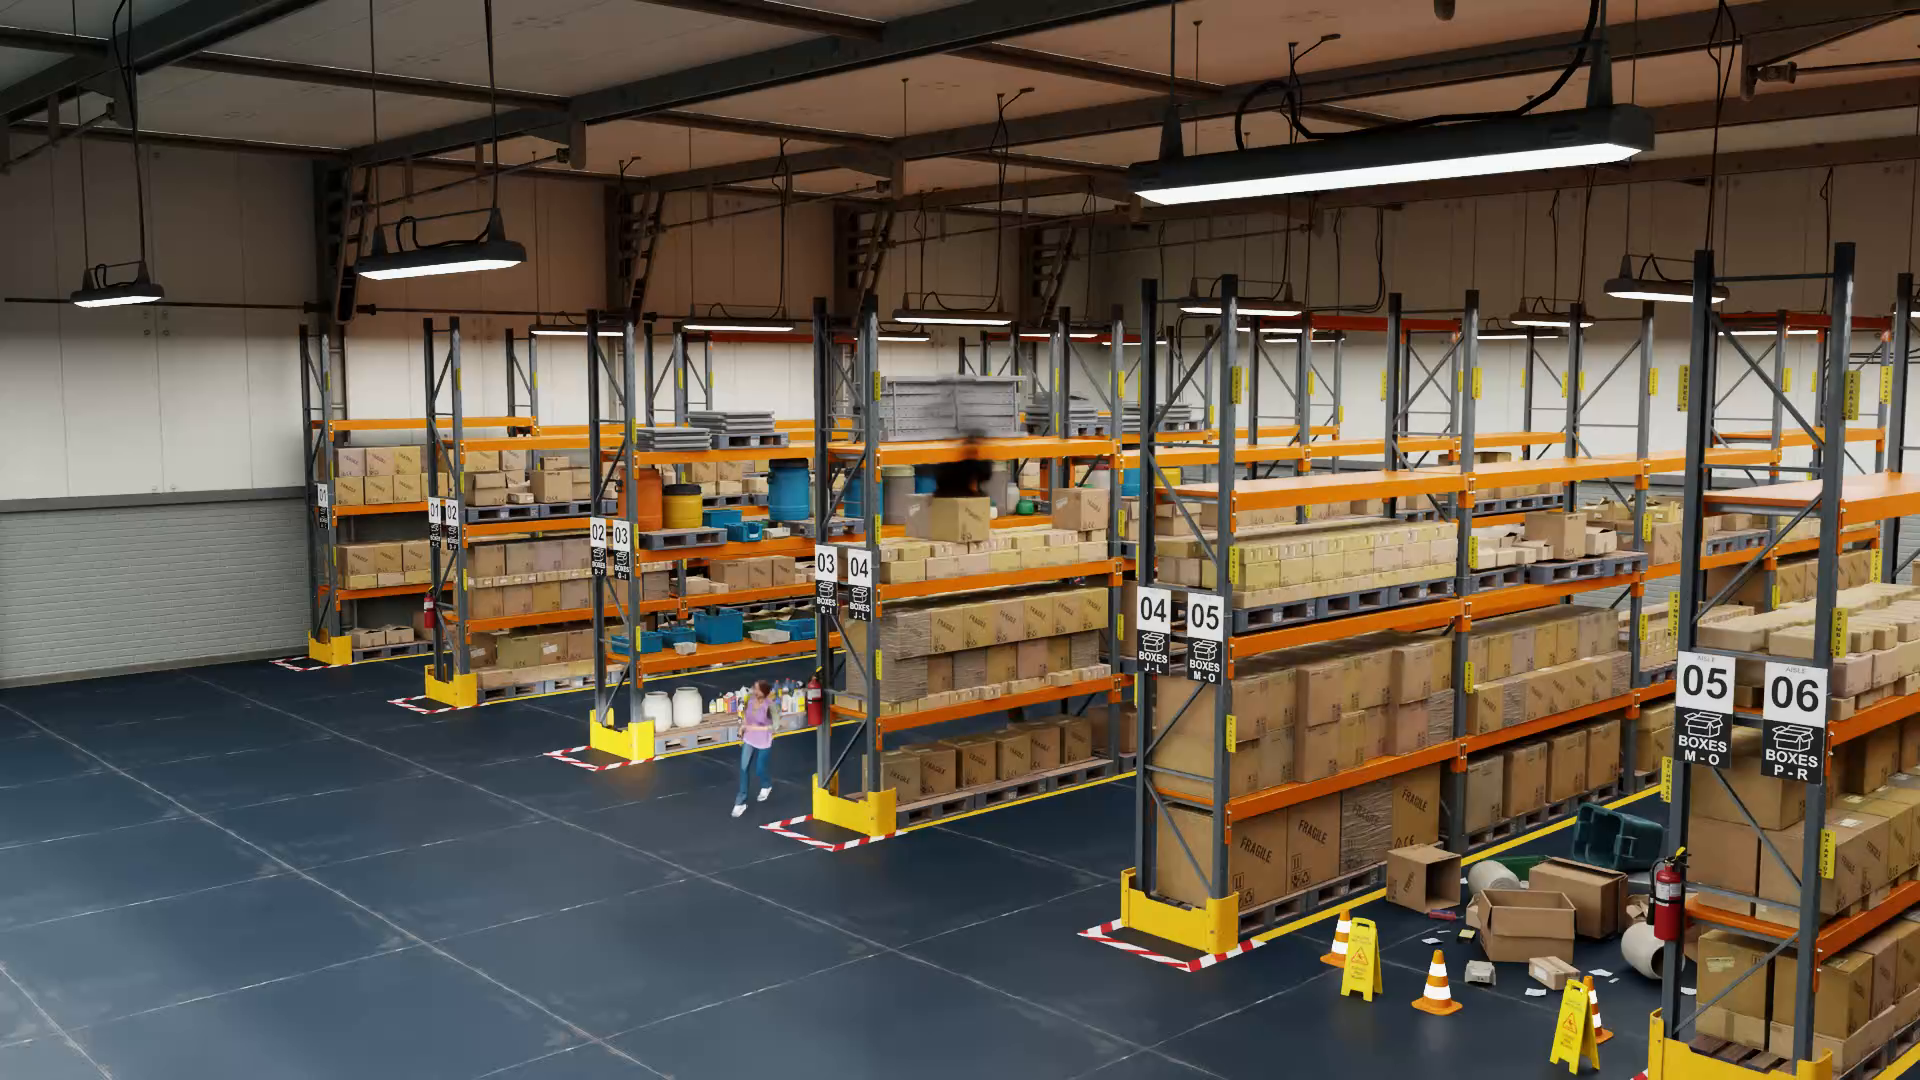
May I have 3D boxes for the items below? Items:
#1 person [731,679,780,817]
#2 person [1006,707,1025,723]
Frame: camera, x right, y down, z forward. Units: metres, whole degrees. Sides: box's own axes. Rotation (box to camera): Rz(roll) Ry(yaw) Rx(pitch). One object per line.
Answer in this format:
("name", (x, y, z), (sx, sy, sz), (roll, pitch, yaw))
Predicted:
("person", (-2.323, 2.420, 19.578), (0.553, 1.613, 0.809), (2, 6, 22))
("person", (0.709, 1.906, 23.522), (0.639, 1.756, 0.609), (4, 7, 35))
